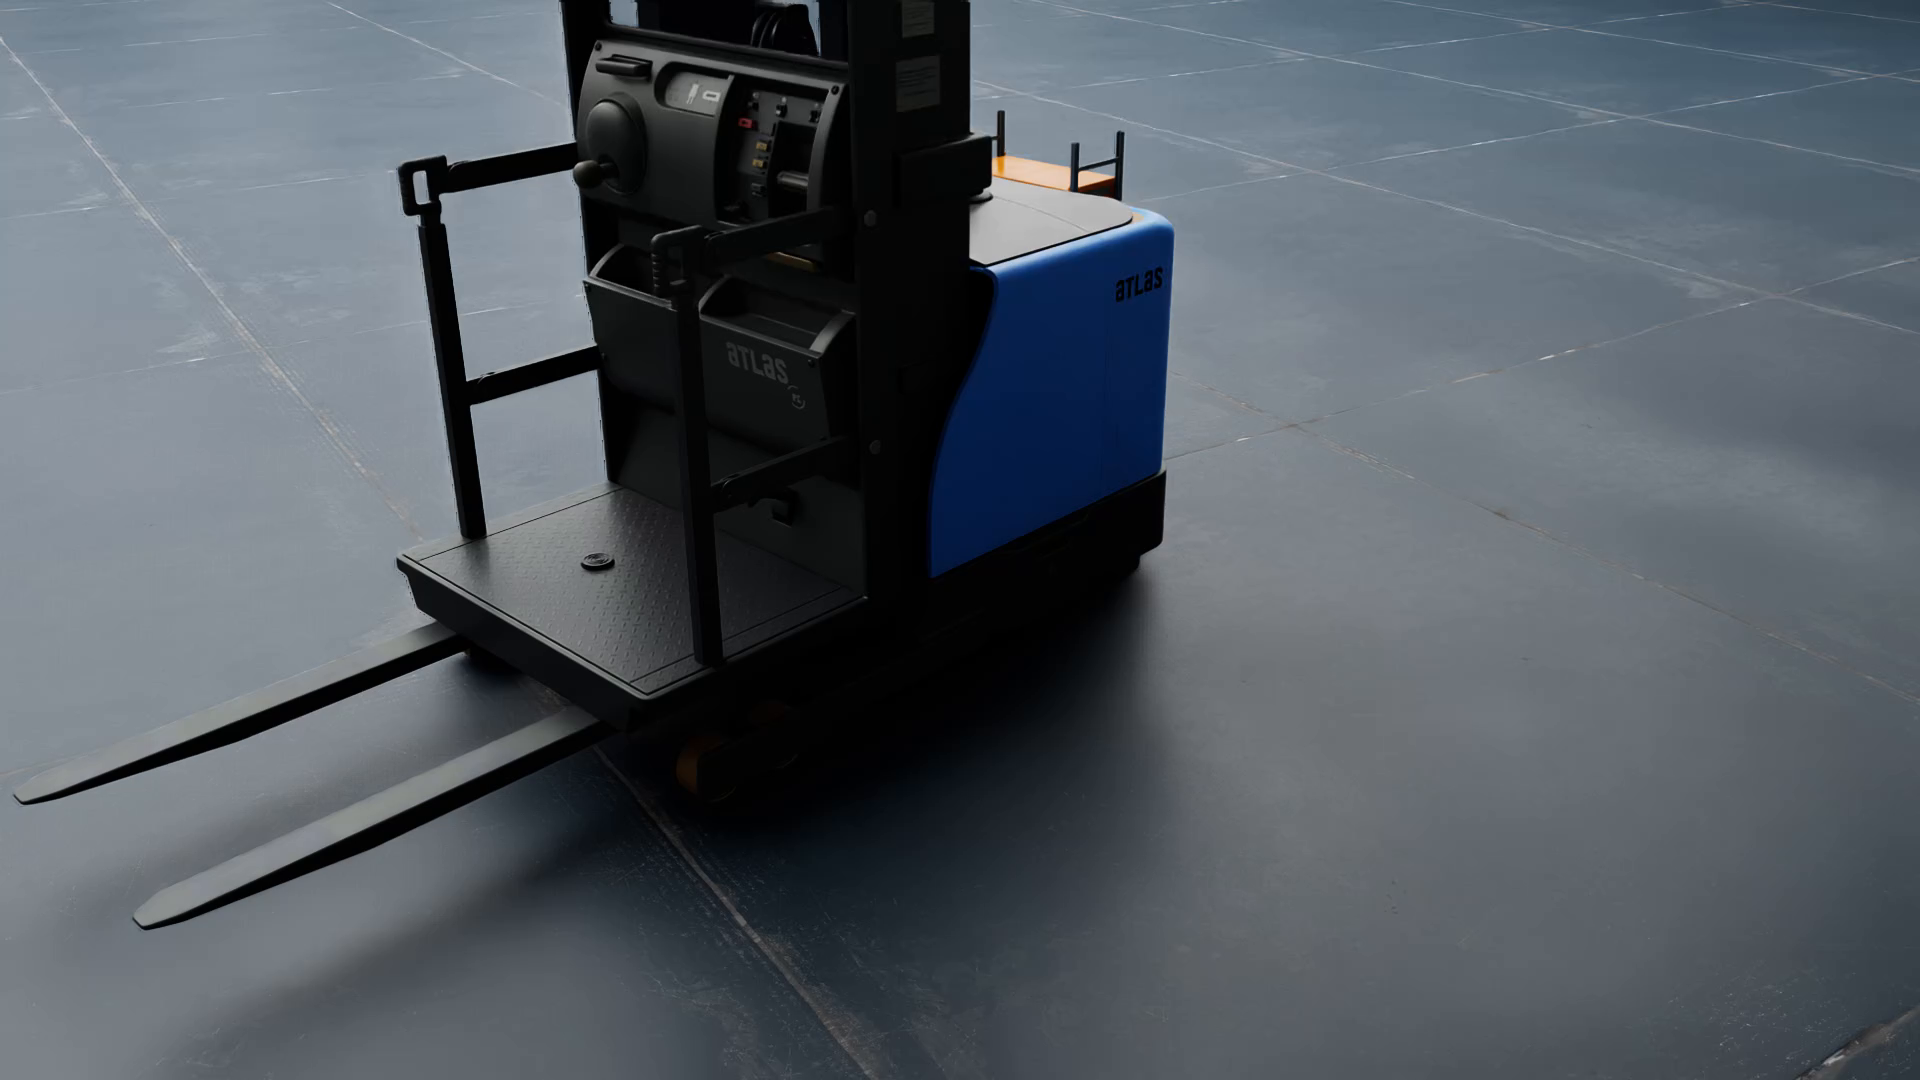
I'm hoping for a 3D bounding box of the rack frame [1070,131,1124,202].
[{"bbox_3d":[0.417,-0.672,5.267,0.015,1.200,0.240,22,33,38],"label":"rack frame"}]

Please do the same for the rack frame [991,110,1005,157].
[{"bbox_3d":[0.059,-0.813,5.567,0.015,1.200,0.240,22,33,38],"label":"rack frame"}]

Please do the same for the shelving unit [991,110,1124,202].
[{"bbox_3d":[0.238,-0.743,5.417,0.503,1.200,0.258,22,33,38],"label":"shelving unit"}]

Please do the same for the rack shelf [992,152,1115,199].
[{"bbox_3d":[0.238,-1.098,5.250,0.480,0.148,0.258,22,33,38],"label":"rack shelf"}]

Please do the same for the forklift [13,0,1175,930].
[{"bbox_3d":[-0.757,-0.952,3.834,1.130,2.935,3.031,22,33,38],"label":"forklift"}]
